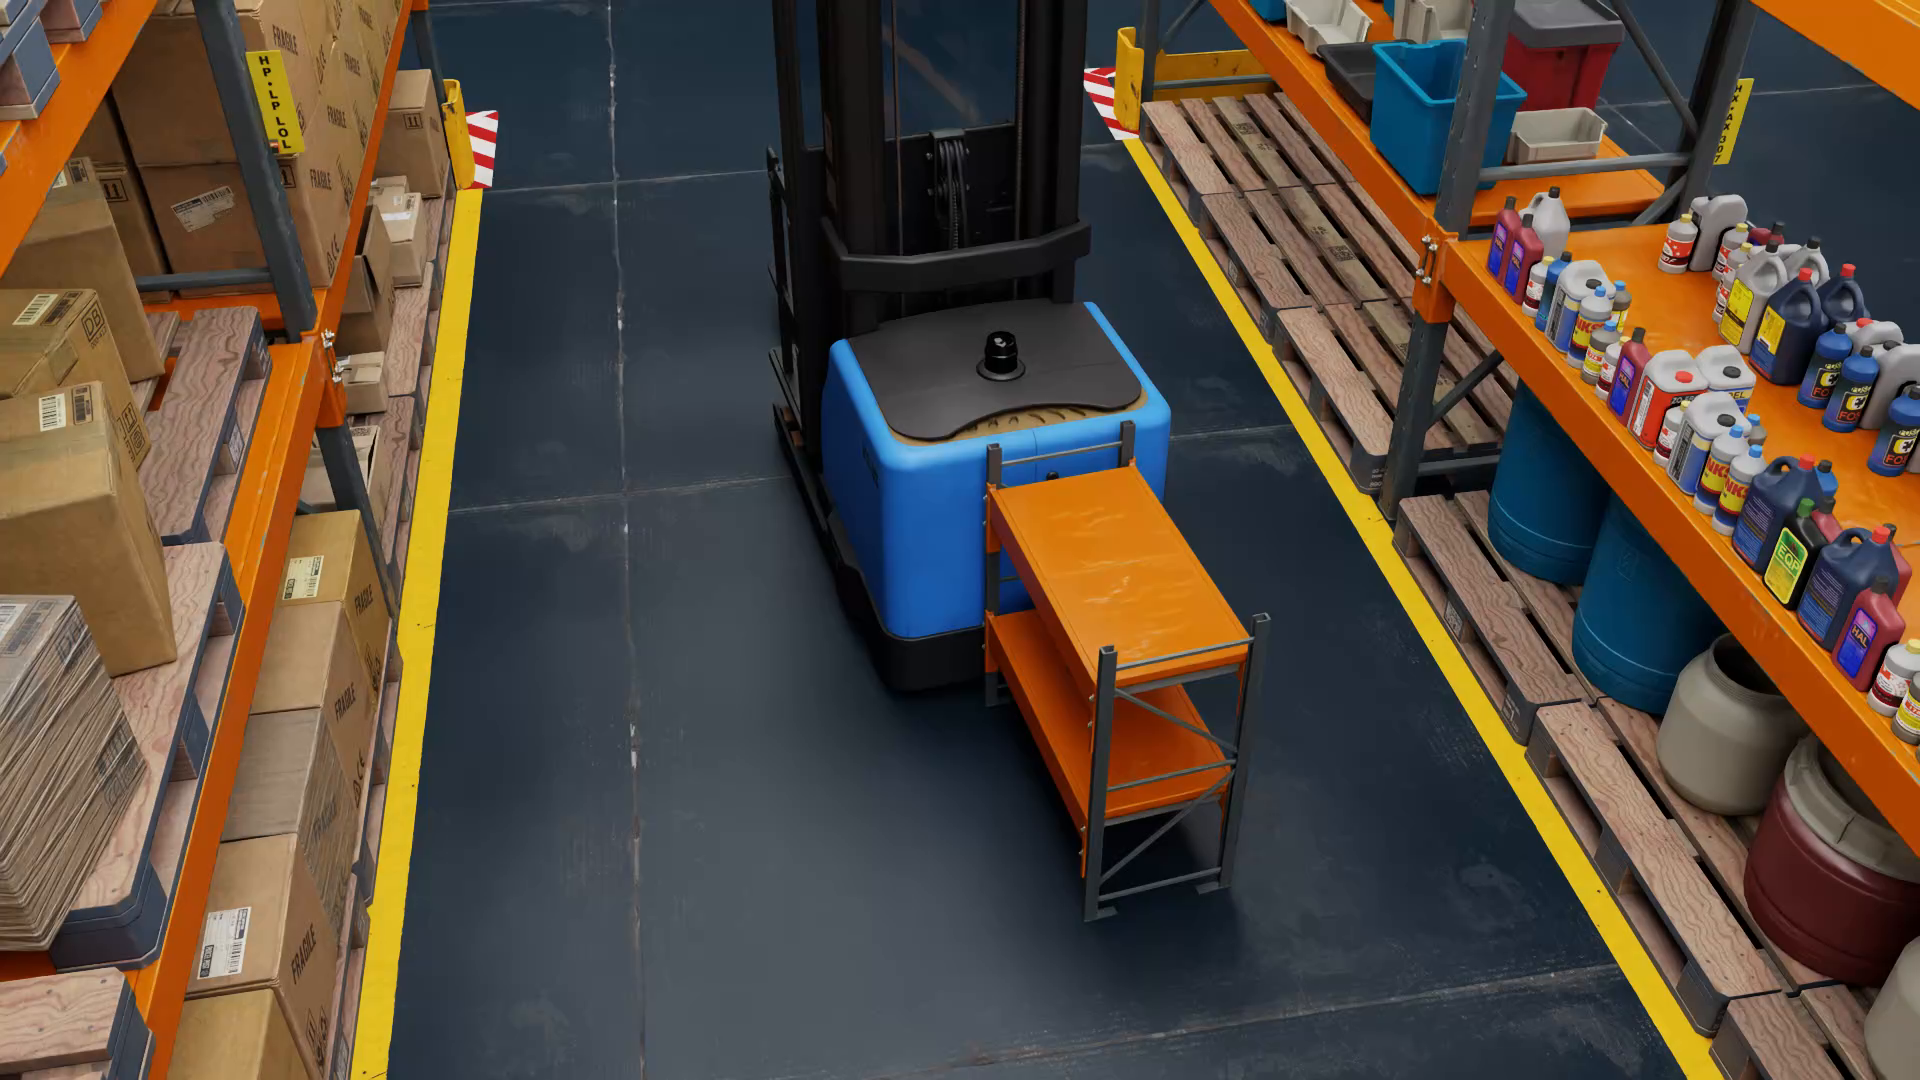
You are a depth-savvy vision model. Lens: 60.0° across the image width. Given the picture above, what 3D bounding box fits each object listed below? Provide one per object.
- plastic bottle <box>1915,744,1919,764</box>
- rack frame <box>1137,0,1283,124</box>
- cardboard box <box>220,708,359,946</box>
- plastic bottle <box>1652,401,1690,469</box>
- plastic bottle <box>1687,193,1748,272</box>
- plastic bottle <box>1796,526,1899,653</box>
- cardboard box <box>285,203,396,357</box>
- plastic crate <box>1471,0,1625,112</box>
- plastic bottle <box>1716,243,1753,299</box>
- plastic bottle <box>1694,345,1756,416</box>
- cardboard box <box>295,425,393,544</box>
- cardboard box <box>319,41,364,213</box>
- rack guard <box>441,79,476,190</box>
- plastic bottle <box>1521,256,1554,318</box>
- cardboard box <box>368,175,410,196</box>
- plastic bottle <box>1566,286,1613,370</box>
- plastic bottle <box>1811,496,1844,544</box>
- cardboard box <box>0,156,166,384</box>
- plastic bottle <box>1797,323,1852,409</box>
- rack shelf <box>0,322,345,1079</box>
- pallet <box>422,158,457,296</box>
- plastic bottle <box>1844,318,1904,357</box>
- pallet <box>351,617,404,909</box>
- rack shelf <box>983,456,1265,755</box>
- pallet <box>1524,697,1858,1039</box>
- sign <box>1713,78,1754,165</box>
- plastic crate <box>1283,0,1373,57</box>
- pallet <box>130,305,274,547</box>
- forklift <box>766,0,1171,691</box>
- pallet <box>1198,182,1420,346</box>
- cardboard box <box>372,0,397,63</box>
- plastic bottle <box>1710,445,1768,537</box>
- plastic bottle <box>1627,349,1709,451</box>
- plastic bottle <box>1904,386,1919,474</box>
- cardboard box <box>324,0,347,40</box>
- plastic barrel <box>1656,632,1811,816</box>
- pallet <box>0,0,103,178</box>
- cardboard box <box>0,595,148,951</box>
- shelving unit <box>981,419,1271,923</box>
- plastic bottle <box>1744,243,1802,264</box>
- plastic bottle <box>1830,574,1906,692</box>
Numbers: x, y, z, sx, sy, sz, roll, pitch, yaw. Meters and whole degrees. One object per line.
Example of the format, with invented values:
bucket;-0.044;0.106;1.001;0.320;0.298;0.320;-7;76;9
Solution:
plastic bottle;2.325;0.445;3.894;0.097;0.201;0.097;0;38;0
rack frame;1.542;-3.762;9.147;1.000;3.000;0.127;-6;38;-8
cardboard box;-2.100;0.868;4.867;0.500;0.500;0.500;-6;38;-7
plastic bottle;2.105;-0.315;4.872;0.097;0.201;0.097;0;38;0
plastic bottle;2.630;-1.094;5.814;0.152;0.276;0.135;-6;38;-8
plastic bottle;2.266;0.100;4.216;0.144;0.351;0.185;-6;38;-8
cardboard box;-2.969;-1.137;7.445;0.797;0.503;0.637;-6;38;-8
plastic crate;2.333;-1.961;6.728;0.402;0.464;0.583;-6;38;-8
plastic bottle;2.641;-0.910;5.638;0.097;0.201;0.097;0;38;0
plastic bottle;2.261;-0.433;4.964;0.152;0.276;0.135;-6;38;-8
cardboard box;-2.495;-0.204;6.401;0.500;0.311;0.500;-6;38;-8
cardboard box;-2.548;-1.501;6.155;0.500;0.500;0.500;-6;38;-7
rack guard;-3.322;-2.198;9.172;1.175;0.500;0.348;-6;38;-8
plastic bottle;1.949;-0.852;5.563;0.097;0.201;0.097;0;38;0
cardboard box;-3.016;-1.730;8.483;0.380;0.166;0.250;-6;38;-8
plastic bottle;2.006;-0.680;5.286;0.097;0.271;0.097;0;38;0
plastic bottle;2.257;0.029;4.363;0.061;0.283;0.133;-6;38;-8
cardboard box;-2.772;-0.710;4.796;0.700;0.500;0.500;-19;42;-23
plastic bottle;2.663;-0.542;5.107;0.097;0.271;0.097;0;38;0
rack shelf;-2.284;0.677;4.020;1.077;0.370;4.000;-6;38;-8
pallet;-3.182;-1.603;8.641;1.003;0.211;1.213;-6;38;-8
plastic bottle;2.783;-0.568;5.138;0.152;0.276;0.135;-6;38;-8
pallet;-2.455;0.773;5.583;1.003;0.211;1.213;-6;38;-8
rack shelf;0.476;0.171;5.136;0.538;0.278;1.000;-11;39;-13
pallet;2.554;0.964;5.337;1.003;0.211;1.213;-6;38;-8
sign;2.785;-1.513;6.027;0.100;0.325;0.005;-6;38;-8
plastic crate;1.642;-2.285;7.412;0.293;0.136;0.466;-6;38;-8
pallet;-2.602;-0.245;4.777;1.003;0.211;1.213;-6;38;-8
forklift;-0.181;-1.527;6.327;1.130;2.935;3.031;-10;39;-13
pallet;1.858;-1.423;8.410;1.003;0.211;1.213;-6;38;-8
cardboard box;-2.813;-2.415;7.332;0.500;0.500;0.500;-6;38;-8
plastic bottle;2.162;-0.143;4.594;0.097;0.271;0.097;0;38;0
plastic bottle;2.111;-0.417;4.943;0.152;0.276;0.135;-6;38;-8
plastic bottle;2.847;-0.347;4.853;0.152;0.276;0.135;-6;38;-8
cardboard box;-2.621;-2.187;6.223;0.500;0.500;0.500;-7;38;-9
plastic barrel;2.457;0.580;5.245;0.421;0.512;0.421;0;38;0
pallet;-2.404;-0.898;3.169;1.213;0.211;1.003;-6;38;-8
cardboard box;-2.127;0.454;3.297;0.700;0.500;0.500;0;38;1
shelving unit;0.476;0.402;5.315;0.538;1.125;1.048;-11;39;-13
plastic bottle;2.694;-0.873;5.530;0.152;0.276;0.135;-6;38;-8
plastic bottle;2.253;0.227;4.107;0.061;0.283;0.133;-6;38;-8
